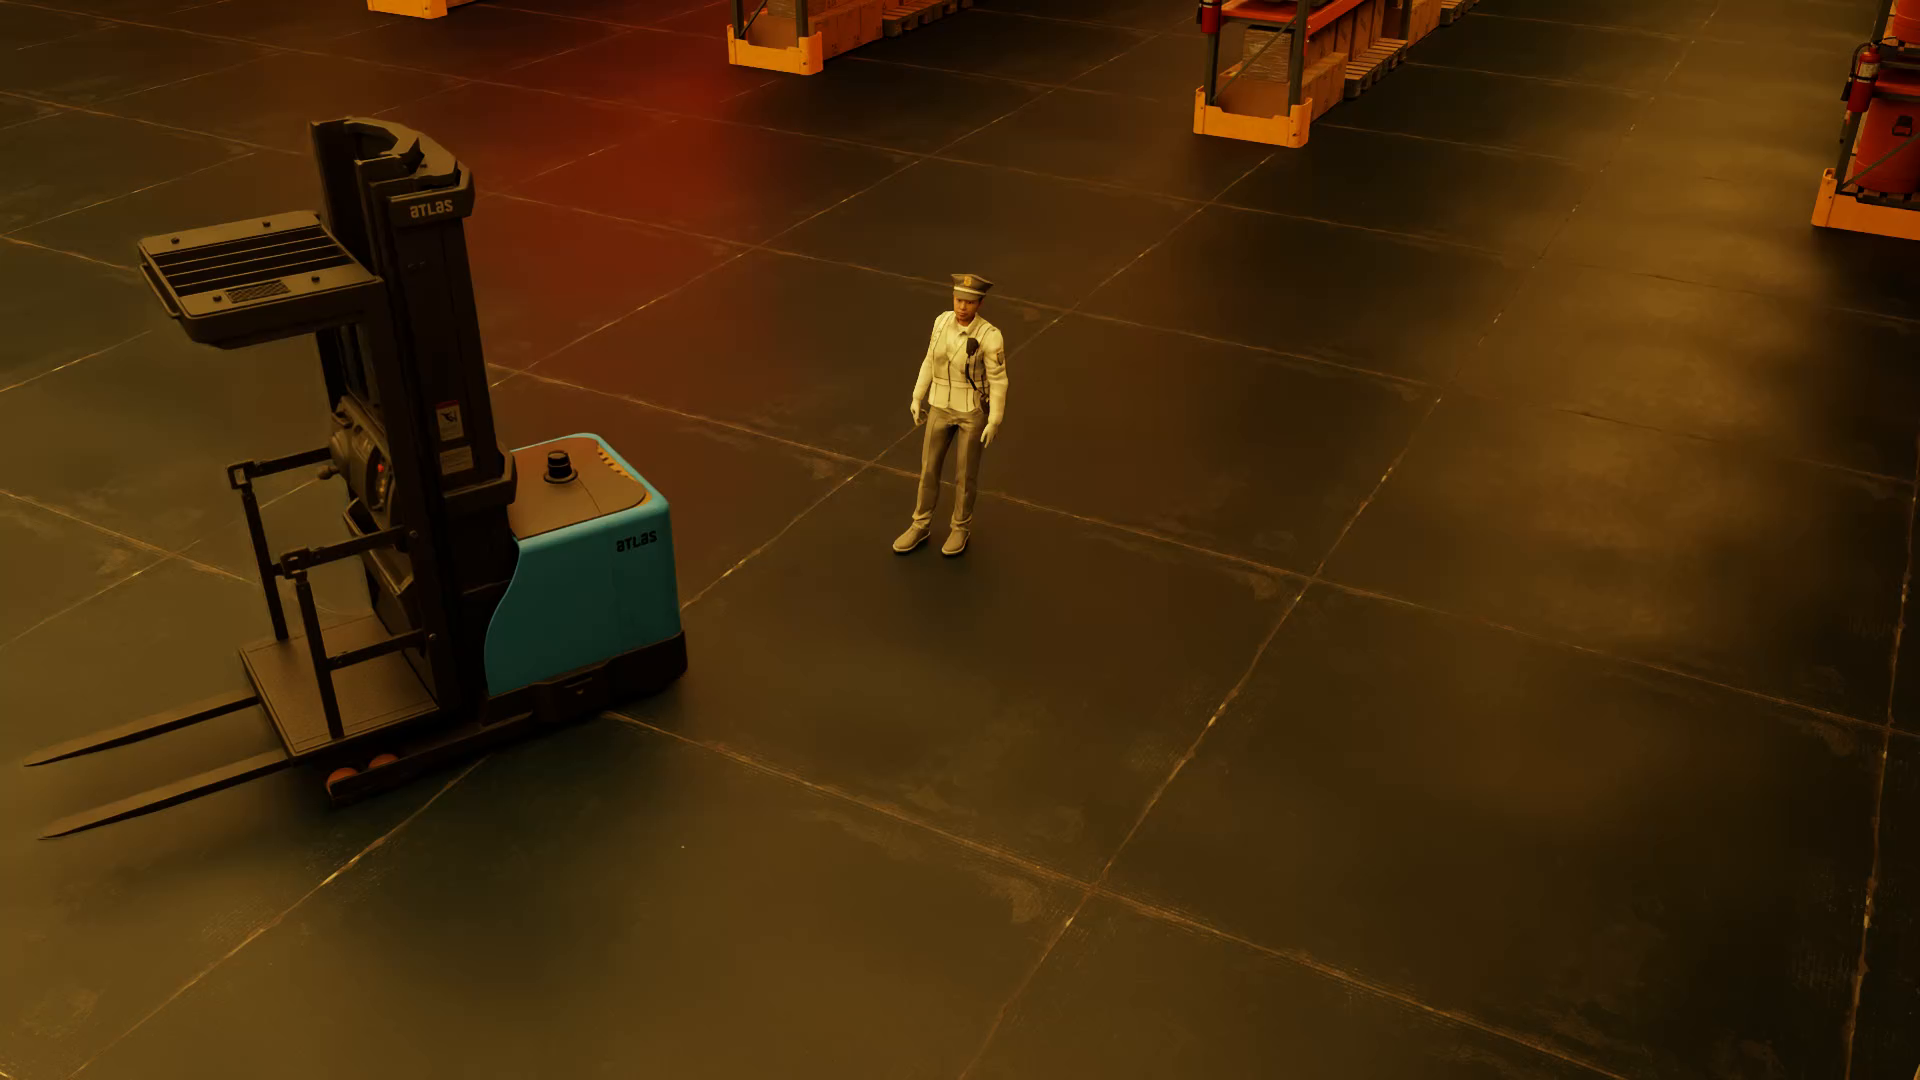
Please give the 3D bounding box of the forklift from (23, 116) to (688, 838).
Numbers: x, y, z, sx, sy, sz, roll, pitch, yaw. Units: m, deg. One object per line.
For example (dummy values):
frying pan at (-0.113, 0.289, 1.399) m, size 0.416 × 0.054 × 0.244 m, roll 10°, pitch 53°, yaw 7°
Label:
forklift at (-2.937, -0.327, 7.638) m, size 3.031 × 2.935 × 1.130 m, roll -18°, pitch 35°, yaw -28°

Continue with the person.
person at (-0.039, -0.712, 9.527) m, size 0.588 × 1.695 × 0.531 m, roll 15°, pitch 33°, yaw 25°
